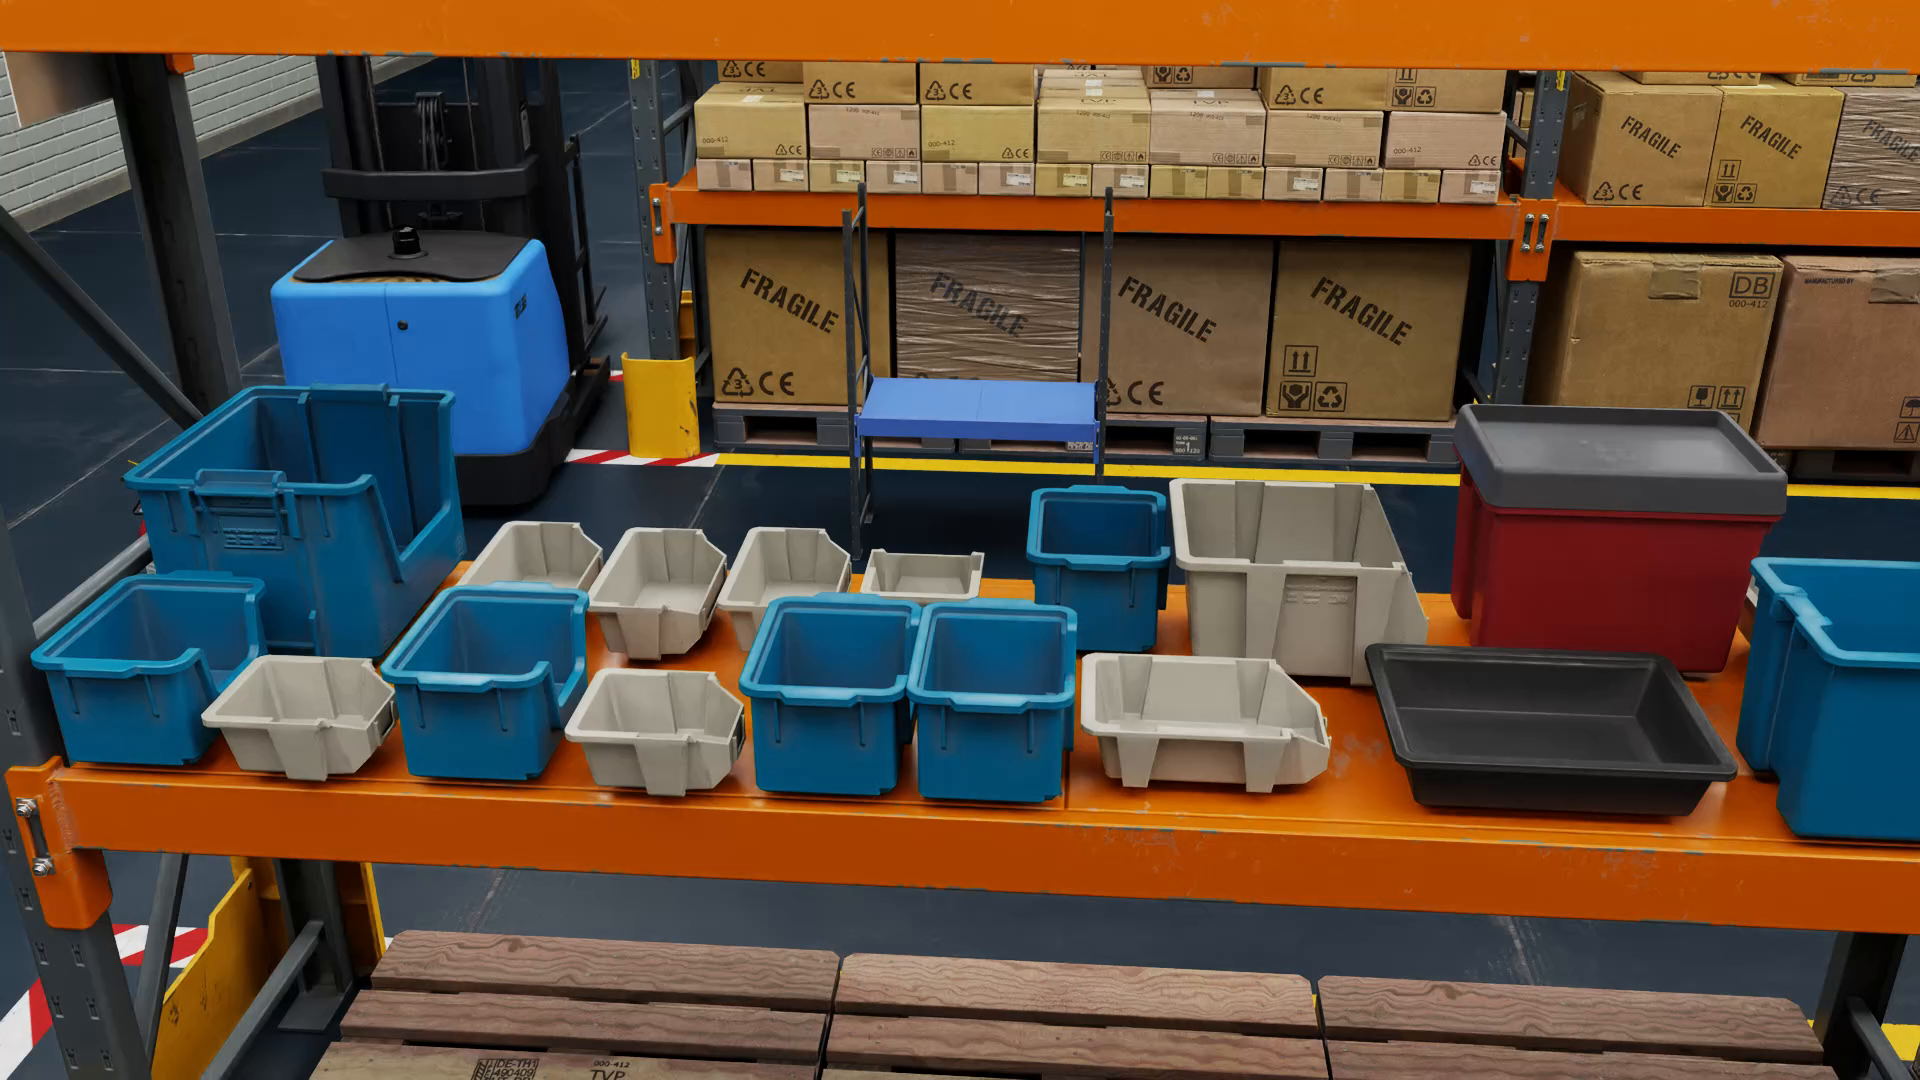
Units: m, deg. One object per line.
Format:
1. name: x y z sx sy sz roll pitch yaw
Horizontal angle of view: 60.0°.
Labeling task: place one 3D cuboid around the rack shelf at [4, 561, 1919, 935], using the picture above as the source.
1. rack shelf: 0.226 0.451 3.542 4.000 0.370 1.077 2 25 4

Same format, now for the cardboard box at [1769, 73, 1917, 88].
1. cardboard box: 3.920 -2.333 7.413 0.637 0.503 0.797 2 25 5

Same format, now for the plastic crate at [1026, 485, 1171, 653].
1. plastic crate: 0.299 0.068 3.642 0.300 0.233 0.416 2 25 4

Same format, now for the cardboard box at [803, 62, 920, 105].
1. cardboard box: -0.432 -2.268 7.516 0.500 0.500 0.500 1 25 3

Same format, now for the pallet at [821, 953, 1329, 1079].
1. pallet: 0.264 1.410 3.933 1.213 0.211 1.003 2 25 4

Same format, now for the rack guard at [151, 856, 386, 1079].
1. rack guard: -1.793 1.201 4.043 0.348 0.500 1.175 2 25 4

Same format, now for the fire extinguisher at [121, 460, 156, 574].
1. fire extinguisher: -1.884 0.071 4.046 0.183 0.674 0.296 2 25 4

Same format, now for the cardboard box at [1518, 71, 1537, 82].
1. cardboard box: 4.353 -3.395 12.631 0.500 0.250 0.500 3 25 6

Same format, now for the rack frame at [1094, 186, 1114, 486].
1. rack frame: 0.592 -0.662 6.895 0.032 1.500 0.500 2 25 4

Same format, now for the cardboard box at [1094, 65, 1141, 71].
1. cardboard box: 1.848 -5.126 17.365 0.875 0.438 0.875 1 25 2

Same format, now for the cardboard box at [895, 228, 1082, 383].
1. cardboard box: 0.163 -1.213 8.338 0.875 0.875 0.875 2 25 4

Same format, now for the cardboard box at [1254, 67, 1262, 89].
1. cardboard box: 1.651 -2.424 7.857 0.500 0.500 0.500 2 25 4

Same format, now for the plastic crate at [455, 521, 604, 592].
1. plastic crate: -0.941 0.104 3.680 0.243 0.136 0.396 2 25 4

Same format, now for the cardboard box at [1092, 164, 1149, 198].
1. cardboard box: 0.735 -1.685 7.623 0.250 0.149 0.380 2 25 5

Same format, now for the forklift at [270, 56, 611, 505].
1. forklift: -2.461 -2.051 8.200 1.130 2.935 3.031 -1 25 -1

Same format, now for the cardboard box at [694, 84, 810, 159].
1. cardboard box: -0.931 -1.943 7.708 0.500 0.250 0.500 1 25 3

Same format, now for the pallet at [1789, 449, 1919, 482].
1. pallet: 4.594 -0.578 8.253 1.213 0.211 1.003 2 25 4

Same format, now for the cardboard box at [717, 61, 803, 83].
1. cardboard box: -0.883 -2.505 8.033 0.500 0.500 0.500 2 25 5

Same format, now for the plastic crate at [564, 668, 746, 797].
1. plastic crate: -0.557 0.365 3.113 0.298 0.136 0.250 2 25 4

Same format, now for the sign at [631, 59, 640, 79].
1. sign: -1.437 -2.202 7.317 0.005 0.325 0.100 2 25 4

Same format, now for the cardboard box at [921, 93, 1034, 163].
1. cardboard box: 0.089 -1.912 7.639 0.500 0.250 0.500 1 25 2

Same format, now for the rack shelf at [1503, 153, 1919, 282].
1. rack shelf: 4.594 -1.485 7.750 4.000 0.370 1.077 2 25 4

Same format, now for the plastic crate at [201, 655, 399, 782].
1. plastic crate: -1.233 0.343 3.160 0.298 0.136 0.250 2 25 4

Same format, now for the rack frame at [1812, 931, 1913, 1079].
1. rack frame: 2.220 0.188 3.252 0.127 3.000 1.000 2 25 4

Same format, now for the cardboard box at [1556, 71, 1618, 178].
1. cardboard box: 3.087 -2.020 7.932 0.500 0.500 0.500 2 25 4

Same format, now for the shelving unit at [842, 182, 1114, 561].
1. shelving unit: 0.085 -0.679 6.931 1.048 1.500 0.538 2 25 4

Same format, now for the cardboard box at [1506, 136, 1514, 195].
1. cardboard box: 3.796 -2.861 12.367 0.500 0.500 0.500 3 25 6

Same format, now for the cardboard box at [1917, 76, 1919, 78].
1. cardboard box: 4.600 -1.970 7.822 0.500 0.500 0.500 2 25 4

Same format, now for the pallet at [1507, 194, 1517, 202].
1. pallet: 3.856 -2.649 12.754 1.213 0.211 1.003 2 25 4

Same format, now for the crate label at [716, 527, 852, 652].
1. crate label: -0.374 0.118 3.650 0.243 0.136 0.396 2 25 4

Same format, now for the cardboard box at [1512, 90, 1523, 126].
1. cardboard box: 3.796 -3.202 12.211 0.500 0.250 0.500 1 25 2

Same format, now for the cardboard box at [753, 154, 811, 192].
1. cardboard box: -0.804 -1.733 7.729 0.250 0.149 0.380 1 25 3

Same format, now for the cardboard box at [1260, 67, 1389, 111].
1. cardboard box: 1.621 -2.205 7.379 0.500 0.500 0.500 2 25 5

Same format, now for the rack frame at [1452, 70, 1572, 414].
1. rack frame: 2.599 -1.876 7.738 0.127 3.000 1.000 2 25 4

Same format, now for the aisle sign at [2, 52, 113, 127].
1. aisle sign: -1.817 -1.245 3.257 0.004 0.787 0.394 2 25 4

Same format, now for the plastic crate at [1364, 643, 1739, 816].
1. plastic crate: 1.084 0.362 3.132 0.590 0.125 0.437 2 25 4

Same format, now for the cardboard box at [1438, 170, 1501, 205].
1. cardboard box: 2.270 -1.635 7.515 0.250 0.149 0.380 2 25 4

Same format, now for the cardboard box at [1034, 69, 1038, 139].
1. cardboard box: 0.128 -2.133 8.121 0.500 0.250 0.500 1 25 2

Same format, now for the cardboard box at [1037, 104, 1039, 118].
1. cardboard box: 0.678 -3.315 13.063 0.250 0.149 0.380 3 25 6

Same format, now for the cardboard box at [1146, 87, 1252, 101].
1. cardboard box: 1.139 -2.099 8.047 0.500 0.250 0.500 2 25 5

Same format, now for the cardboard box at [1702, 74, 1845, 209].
1. cardboard box: 3.540 -1.787 7.425 0.500 0.500 0.500 2 25 4

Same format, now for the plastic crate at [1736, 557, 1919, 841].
1. plastic crate: 1.729 0.296 2.966 0.575 0.384 0.392 2 25 4

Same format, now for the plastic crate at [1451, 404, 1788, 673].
1. plastic crate: 1.349 -0.001 3.515 0.583 0.464 0.402 2 25 4

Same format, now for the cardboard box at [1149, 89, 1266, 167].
1. cardboard box: 1.114 -1.879 7.570 0.500 0.250 0.500 2 25 5

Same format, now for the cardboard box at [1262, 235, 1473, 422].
1. cardboard box: 1.948 -1.156 8.213 0.875 0.875 0.875 2 25 4

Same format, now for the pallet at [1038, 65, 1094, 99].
1. pallet: 1.386 -4.834 17.504 1.213 0.211 1.003 2 25 4

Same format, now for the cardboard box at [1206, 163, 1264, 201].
1. cardboard box: 1.244 -1.668 7.587 0.250 0.149 0.380 2 25 5

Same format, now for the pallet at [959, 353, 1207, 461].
1. pallet: 0.628 -0.704 8.527 1.213 0.211 1.003 2 25 4

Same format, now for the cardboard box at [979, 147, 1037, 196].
1. cardboard box: 0.222 -1.701 7.658 0.250 0.149 0.380 2 25 3

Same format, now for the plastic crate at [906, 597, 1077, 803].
1. plastic crate: 0.065 0.306 3.125 0.300 0.233 0.416 2 25 4

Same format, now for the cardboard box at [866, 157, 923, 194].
1. cardboard box: -0.289 -1.717 7.694 0.250 0.149 0.380 1 25 3

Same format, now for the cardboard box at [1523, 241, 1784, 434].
1. cardboard box: 3.239 -1.089 8.068 0.875 0.875 1.225 2 25 4

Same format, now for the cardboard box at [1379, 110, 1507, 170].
1. cardboard box: 2.139 -1.848 7.501 0.500 0.250 0.500 1 25 3

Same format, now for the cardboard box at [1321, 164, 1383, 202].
1. cardboard box: 1.758 -1.651 7.551 0.250 0.149 0.380 1 25 3
